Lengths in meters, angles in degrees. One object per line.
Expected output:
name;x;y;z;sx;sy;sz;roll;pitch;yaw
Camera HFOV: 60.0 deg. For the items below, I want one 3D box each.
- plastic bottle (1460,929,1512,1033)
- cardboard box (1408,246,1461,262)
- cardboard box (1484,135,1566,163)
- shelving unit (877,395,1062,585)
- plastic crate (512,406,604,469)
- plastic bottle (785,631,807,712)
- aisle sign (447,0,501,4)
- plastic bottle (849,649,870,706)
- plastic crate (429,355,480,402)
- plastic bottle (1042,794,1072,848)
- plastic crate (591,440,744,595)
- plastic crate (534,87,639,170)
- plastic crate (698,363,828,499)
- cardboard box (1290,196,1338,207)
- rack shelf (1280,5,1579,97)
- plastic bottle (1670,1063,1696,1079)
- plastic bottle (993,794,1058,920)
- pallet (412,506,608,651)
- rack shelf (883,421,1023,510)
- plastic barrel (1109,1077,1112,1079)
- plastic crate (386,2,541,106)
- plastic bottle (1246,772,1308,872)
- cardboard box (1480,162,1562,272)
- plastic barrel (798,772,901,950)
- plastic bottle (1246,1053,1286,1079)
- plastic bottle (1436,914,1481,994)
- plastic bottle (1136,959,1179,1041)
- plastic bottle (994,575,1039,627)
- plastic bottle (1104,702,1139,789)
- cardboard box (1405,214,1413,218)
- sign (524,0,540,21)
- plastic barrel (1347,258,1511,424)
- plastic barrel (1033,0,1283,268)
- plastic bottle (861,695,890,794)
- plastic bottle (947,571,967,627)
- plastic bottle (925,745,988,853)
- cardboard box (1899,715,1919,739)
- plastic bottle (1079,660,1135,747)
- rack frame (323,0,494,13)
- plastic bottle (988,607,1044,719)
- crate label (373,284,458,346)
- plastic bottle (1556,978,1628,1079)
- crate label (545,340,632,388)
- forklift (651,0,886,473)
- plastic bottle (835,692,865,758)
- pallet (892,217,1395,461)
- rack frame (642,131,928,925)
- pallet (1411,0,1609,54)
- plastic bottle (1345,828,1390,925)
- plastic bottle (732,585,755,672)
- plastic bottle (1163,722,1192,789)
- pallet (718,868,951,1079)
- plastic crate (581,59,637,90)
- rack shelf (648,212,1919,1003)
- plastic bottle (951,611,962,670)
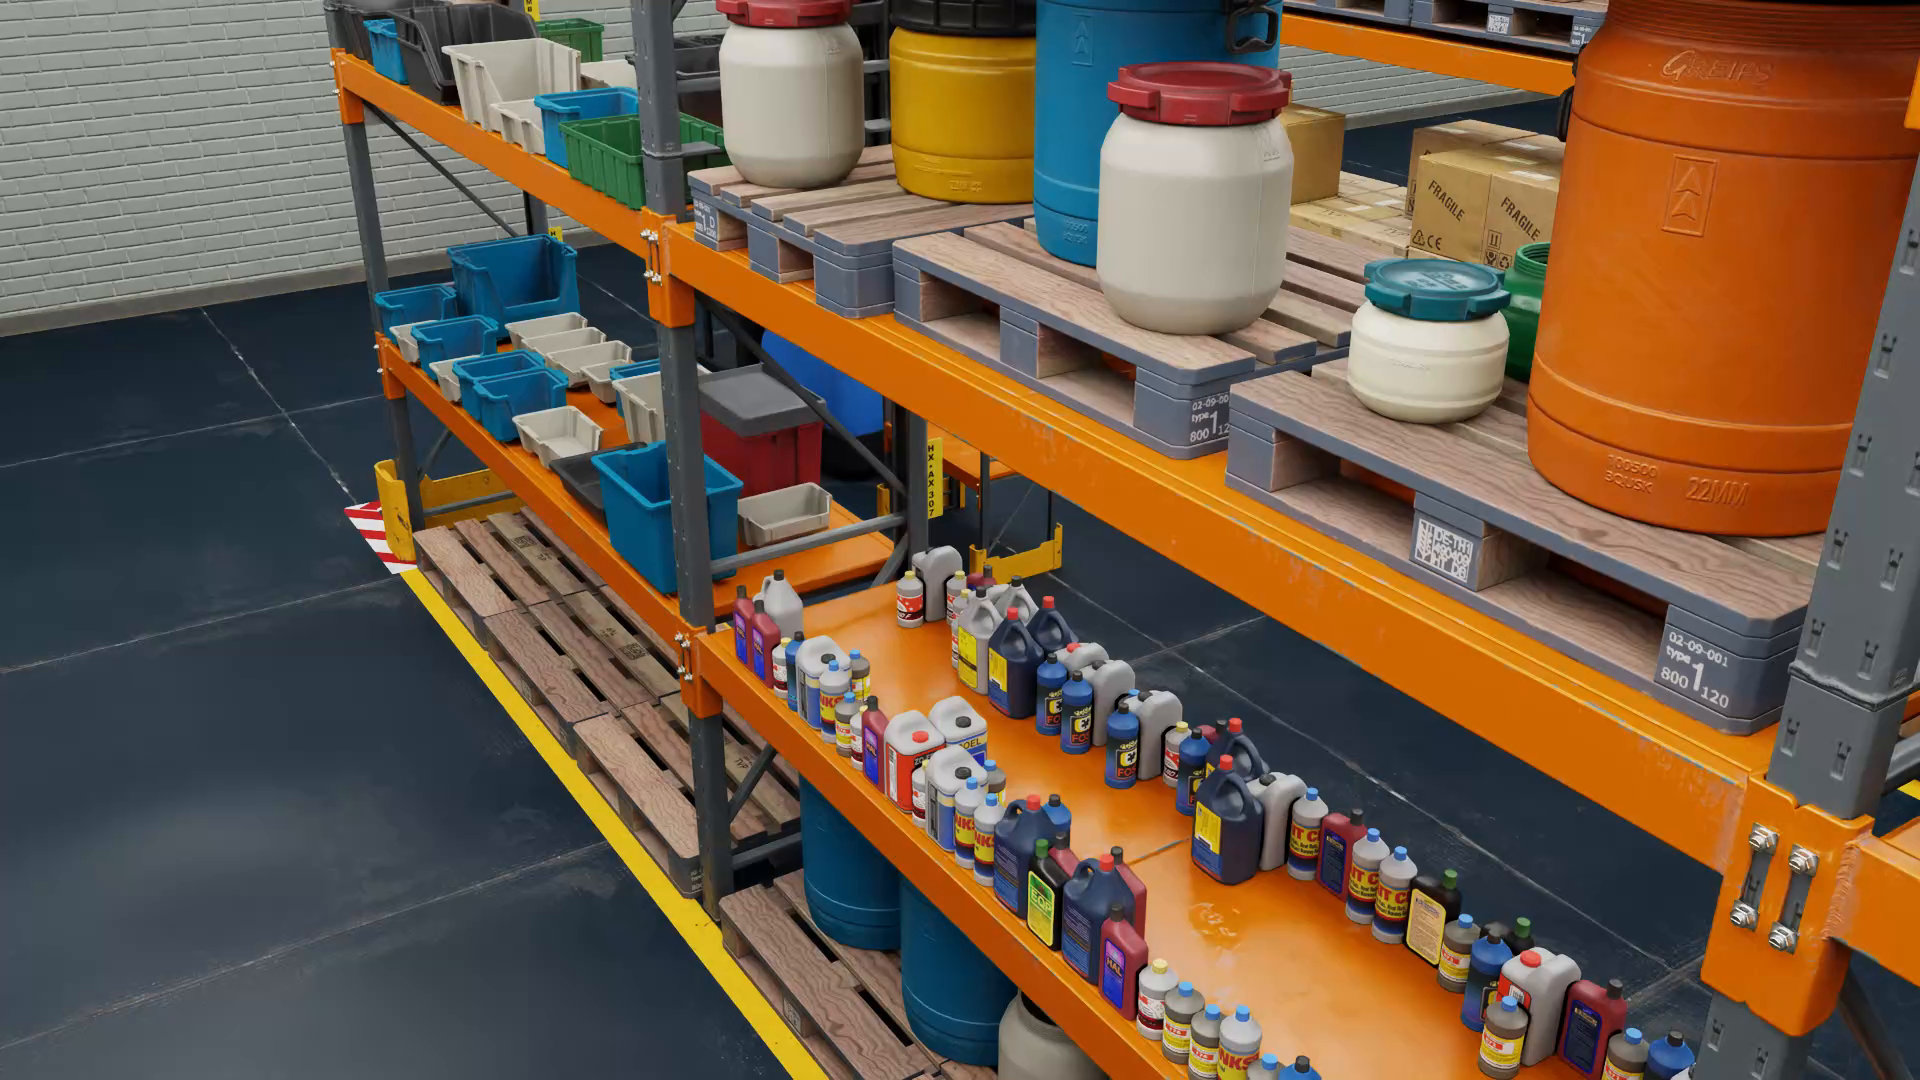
plastic bottle;1.302;1.078;4.103;0.097;0.271;0.097;0;25;0
cardboard box;2.832;-1.484;9.207;0.500;0.250;0.500;-15;29;-28
cardboard box;3.268;-1.950;9.317;0.500;0.500;0.500;-16;29;-30
shelving unit;0.042;-0.651;9.372;0.587;1.500;1.083;-16;29;-30
plastic crate;-1.775;-0.442;7.412;0.293;0.136;0.466;-16;29;-30
plastic bottle;-0.526;0.427;5.483;0.097;0.271;0.097;0;25;0
aisle sign;-2.550;-2.682;8.872;0.394;0.787;0.004;-16;29;-30
plastic bottle;-0.345;0.458;5.499;0.097;0.201;0.097;0;25;0
plastic crate;-2.421;-0.778;8.124;0.250;0.136;0.298;-16;29;-30
plastic bottle;0.260;0.829;4.631;0.097;0.271;0.097;0;25;0
plastic crate;-1.113;-0.089;6.373;0.392;0.384;0.575;-16;29;-30
plastic crate;-1.337;-1.514;6.125;0.416;0.233;0.300;-16;29;-30
plastic crate;-0.850;-0.415;6.971;0.402;0.464;0.583;-16;29;-30
cardboard box;1.990;-2.034;10.371;0.500;0.250;0.500;-17;30;-31
rack shelf;2.486;-2.882;9.671;1.077;0.370;4.000;-16;29;-30
plastic bottle;1.646;1.275;3.680;0.152;0.276;0.135;-16;29;-30
plastic bottle;0.183;0.837;4.521;0.144;0.351;0.185;-16;29;-30
pallet;-2.338;0.153;9.179;1.003;0.211;1.213;-16;29;-30
rack shelf;0.047;-0.485;9.442;0.538;0.185;1.000;-16;29;-30
plastic barrel;0.713;1.775;4.810;0.600;0.588;0.708;-16;29;-30
plastic crate;-2.152;-2.130;7.308;0.504;0.338;0.767;-16;29;-30
plastic bottle;0.889;0.779;4.731;0.152;0.276;0.135;-16;29;-30
cardboard box;3.102;-1.644;8.667;0.500;0.500;0.500;-15;29;-28
plastic barrel;-0.290;0.976;6.135;0.600;0.901;0.708;-16;29;-30
plastic bottle;0.700;1.261;3.797;0.097;0.201;0.097;0;25;0
plastic bottle;1.280;1.048;4.249;0.097;0.201;0.097;0;25;0
plastic bottle;0.487;1.122;4.092;0.097;0.201;0.097;0;25;0
plastic bottle;0.203;0.293;5.673;0.144;0.351;0.185;-16;29;-30
plastic bottle;0.494;0.620;5.073;0.097;0.271;0.097;0;25;0
cardboard box;2.985;-1.795;9.865;0.500;0.250;0.500;-15;29;-28
sign;-2.304;-2.855;8.894;0.100;0.325;0.005;-16;29;-30
plastic barrel;0.903;-0.384;3.206;0.301;0.262;0.301;0;25;0
plastic barrel;0.487;-1.180;4.143;0.600;0.901;0.708;-16;29;-30
plastic bottle;-0.245;0.619;5.061;0.061;0.283;0.133;-16;29;-30
plastic bottle;0.000;0.209;6.026;0.097;0.201;0.097;0;25;0
plastic bottle;-0.007;0.743;4.808;0.152;0.276;0.135;-16;29;-30
cardboard box;4.921;0.493;7.188;1.225;0.875;0.875;-15;29;-29
plastic bottle;0.462;0.499;5.324;0.152;0.276;0.135;-16;29;-30
rack frame;-2.756;-4.125;7.947;1.000;3.000;0.127;-16;29;-30
plastic bottle;0.184;0.393;5.462;0.144;0.351;0.185;-16;29;-30
crate label;-2.897;-1.199;8.901;0.416;0.233;0.303;-16;29;-30
plastic bottle;1.504;1.144;3.950;0.061;0.283;0.133;-16;29;-30
crate label;-1.841;-0.870;8.317;0.396;0.136;0.243;-16;29;-30
forklift;-1.191;-2.315;11.220;1.130;2.935;3.031;-18;30;-33
plastic bottle;-0.346;0.576;5.248;0.097;0.201;0.097;0;25;0
pallet;0.559;-0.590;4.194;1.003;0.211;1.213;-16;29;-30
rack frame;-0.573;0.018;6.197;1.000;3.000;0.127;-16;29;-30
pallet;3.139;-2.747;8.646;1.003;0.211;1.213;-16;29;-30
plastic bottle;1.101;0.899;4.483;0.097;0.271;0.097;0;25;0
plastic bottle;-0.730;0.302;5.734;0.061;0.283;0.133;-16;29;-30
plastic bottle;0.675;0.651;5.090;0.097;0.201;0.097;0;25;0
pallet;-0.186;1.565;6.187;1.003;0.211;1.213;-16;29;-30
plastic crate;-1.420;-1.968;7.201;0.437;0.136;0.530;-16;29;-30
rack shelf;0.519;-0.297;4.195;1.077;0.370;4.000;-16;29;-30
plastic bottle;0.019;0.340;5.748;0.097;0.201;0.097;0;25;0
